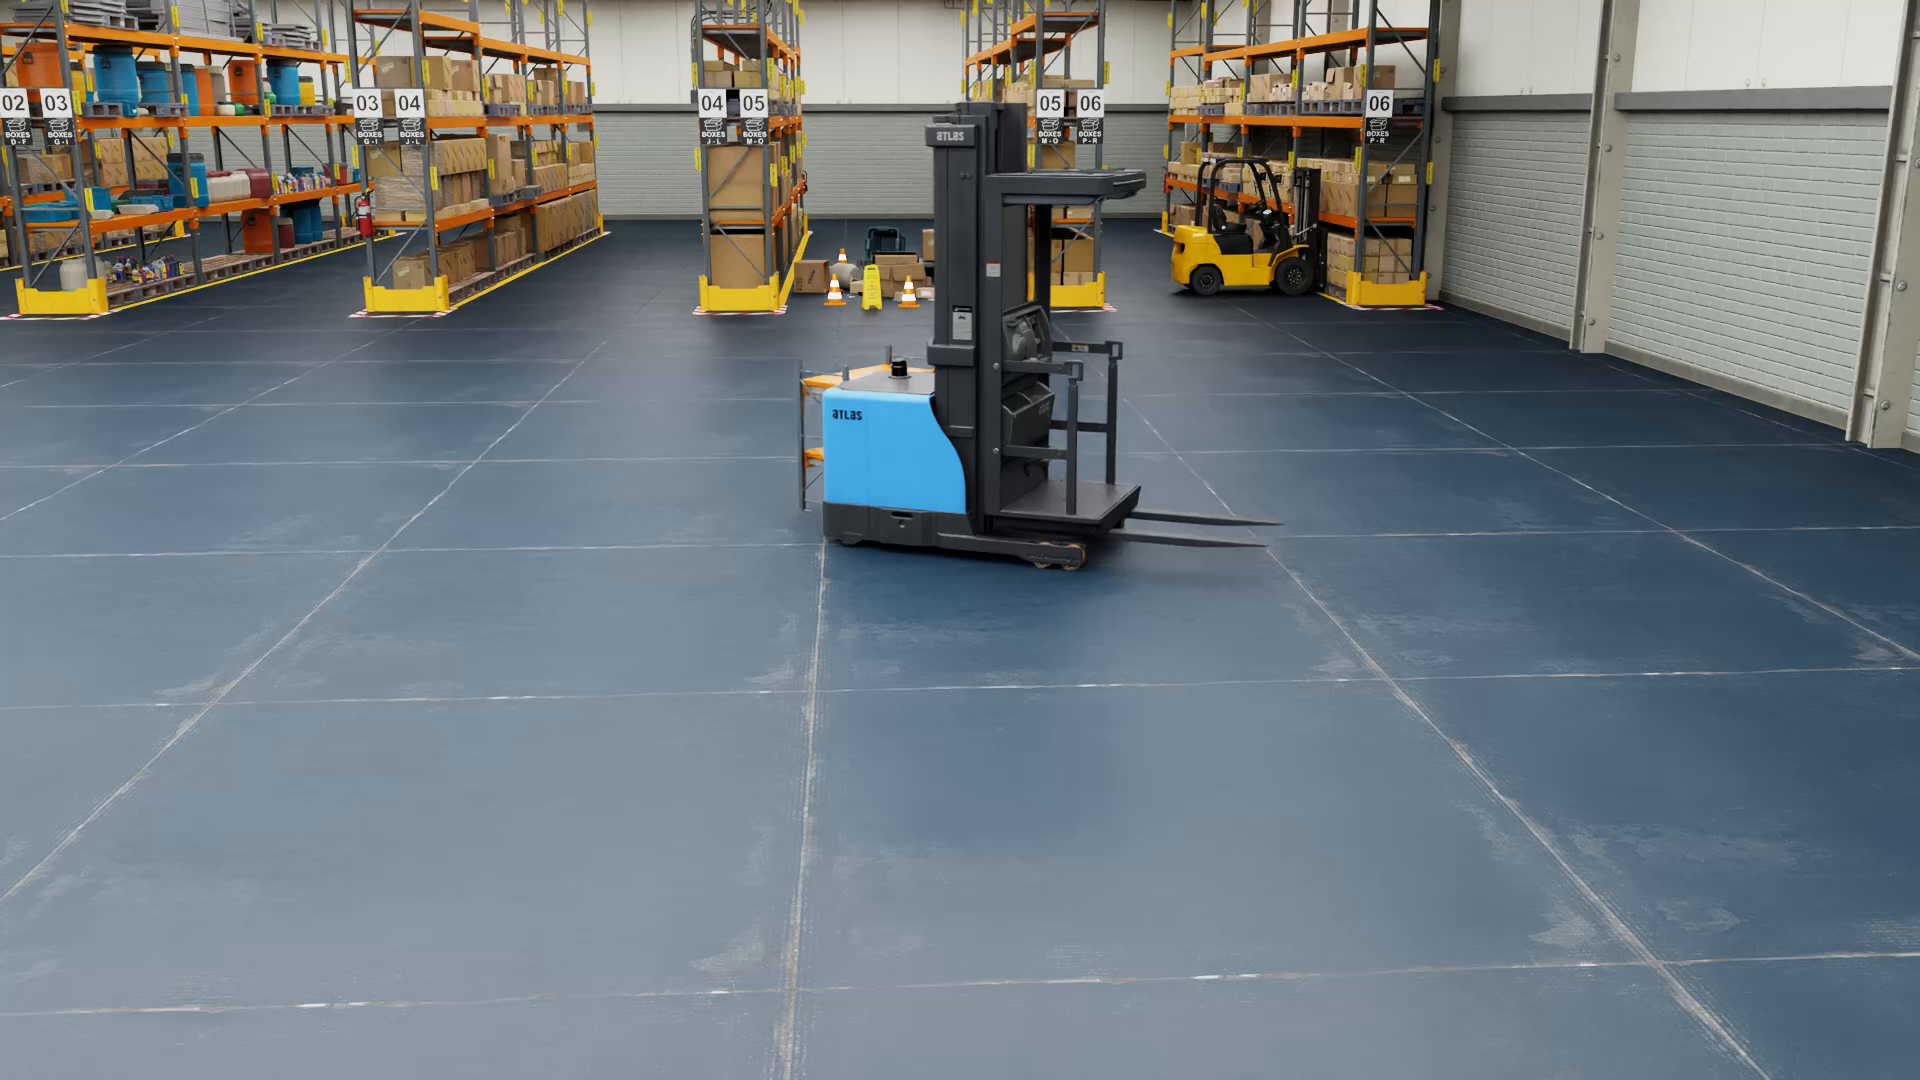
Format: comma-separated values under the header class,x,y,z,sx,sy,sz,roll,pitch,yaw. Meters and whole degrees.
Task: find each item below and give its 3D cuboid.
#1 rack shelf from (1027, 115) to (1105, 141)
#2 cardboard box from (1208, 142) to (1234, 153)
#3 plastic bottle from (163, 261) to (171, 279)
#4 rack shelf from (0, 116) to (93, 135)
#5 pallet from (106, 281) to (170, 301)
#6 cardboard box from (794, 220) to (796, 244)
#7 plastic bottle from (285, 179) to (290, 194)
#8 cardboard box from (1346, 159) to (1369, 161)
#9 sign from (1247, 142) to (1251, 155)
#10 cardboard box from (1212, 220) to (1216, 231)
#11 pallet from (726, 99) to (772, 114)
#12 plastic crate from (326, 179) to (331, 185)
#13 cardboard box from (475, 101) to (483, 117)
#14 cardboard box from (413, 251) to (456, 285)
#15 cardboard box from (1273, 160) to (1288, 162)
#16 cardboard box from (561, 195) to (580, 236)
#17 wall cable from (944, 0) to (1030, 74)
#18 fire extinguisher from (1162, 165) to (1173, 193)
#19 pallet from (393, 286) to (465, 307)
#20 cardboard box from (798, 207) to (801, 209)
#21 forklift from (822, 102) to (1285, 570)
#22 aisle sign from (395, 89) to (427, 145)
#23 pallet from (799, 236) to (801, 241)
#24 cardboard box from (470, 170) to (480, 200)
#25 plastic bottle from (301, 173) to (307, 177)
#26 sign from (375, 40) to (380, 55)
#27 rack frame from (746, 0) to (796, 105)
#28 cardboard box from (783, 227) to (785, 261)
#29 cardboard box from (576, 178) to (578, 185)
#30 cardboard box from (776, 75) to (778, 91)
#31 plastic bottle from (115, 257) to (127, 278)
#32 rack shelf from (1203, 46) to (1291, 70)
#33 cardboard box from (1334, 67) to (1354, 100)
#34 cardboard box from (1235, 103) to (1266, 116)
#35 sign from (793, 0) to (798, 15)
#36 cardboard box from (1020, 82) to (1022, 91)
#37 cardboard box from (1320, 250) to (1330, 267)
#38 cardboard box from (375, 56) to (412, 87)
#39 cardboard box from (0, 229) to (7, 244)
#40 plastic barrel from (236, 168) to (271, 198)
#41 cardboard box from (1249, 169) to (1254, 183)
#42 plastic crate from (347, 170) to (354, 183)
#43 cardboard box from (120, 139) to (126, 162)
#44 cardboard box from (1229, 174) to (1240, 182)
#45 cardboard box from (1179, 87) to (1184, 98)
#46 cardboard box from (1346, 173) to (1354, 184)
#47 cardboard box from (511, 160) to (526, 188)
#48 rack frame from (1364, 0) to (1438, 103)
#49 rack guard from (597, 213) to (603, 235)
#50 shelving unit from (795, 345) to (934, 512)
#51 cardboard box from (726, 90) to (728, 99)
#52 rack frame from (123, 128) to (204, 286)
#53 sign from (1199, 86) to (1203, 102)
class,x,y,z,sx,sy,sz,roll,pitch,yaw
rack shelf,1.500,-6.636,26.723,1.077,0.370,4.000,-1,14,-3
cardboard box,6.007,-8.906,38.318,0.500,0.500,0.500,-1,14,-5
plastic bottle,-13.068,-4.454,27.386,0.061,0.283,0.133,0,14,0
rack shelf,-18.774,-8.321,33.270,1.077,0.370,4.000,-1,14,-3
pallet,-13.380,-3.978,26.562,1.003,0.211,1.213,-1,14,-3
cardboard box,-3.698,-6.475,34.845,0.500,0.500,0.500,-1,14,-5
plastic bottle,-13.416,-7.057,33.169,0.061,0.283,0.133,-1,14,-3
cardboard box,6.733,-6.349,28.082,0.380,0.149,0.250,-1,14,-5
sign,6.388,-8.667,36.867,0.100,0.325,0.005,-1,14,-3
cardboard box,5.709,-6.709,35.756,0.500,0.500,0.500,-1,14,-5
pallet,-3.367,-6.527,25.033,1.003,0.211,1.213,-1,14,-3
plastic crate,-13.841,-7.809,36.265,0.396,0.136,0.243,-1,14,-3
cardboard box,-8.226,-7.147,27.565,0.500,0.250,0.500,0,14,-1
cardboard box,-8.380,-4.334,26.525,0.500,0.500,0.500,0,14,2
cardboard box,6.304,-7.386,32.712,0.380,0.149,0.250,0,14,-2
cardboard box,-8.972,-7.206,36.933,0.875,0.875,0.875,-1,14,-3
wall cable,0.750,-13.340,45.316,2.355,3.000,0.029,-1,14,-3
fire extinguisher,5.116,-8.903,41.011,0.296,0.674,0.183,-1,14,-3
pallet,-8.287,-3.753,25.687,1.003,0.211,1.213,-1,14,-3
cardboard box,-4.016,-7.895,39.877,0.380,0.149,0.250,-1,14,-3
forklift,0.633,-1.373,10.980,3.031,2.935,1.130,5,15,19
aisle sign,-7.964,-6.130,24.113,0.394,0.787,0.004,-1,14,-3
pallet,-4.210,-7.038,38.455,1.003,0.211,1.213,-1,14,-3
cardboard box,-8.549,-5.956,27.857,0.875,0.500,0.500,-1,14,-3
plastic bottle,-13.703,-7.494,34.731,0.144,0.351,0.185,-1,14,-3
sign,-13.654,-11.546,38.989,0.100,0.325,0.005,-1,14,-3
rack frame,-4.054,-10.823,35.531,1.000,3.000,0.127,-1,14,-3
cardboard box,-3.743,-5.435,30.301,1.050,0.750,0.750,-1,14,-3
cardboard box,-8.748,-8.019,37.178,0.380,0.149,0.250,-1,14,-5
cardboard box,-3.241,-7.459,27.139,0.500,0.250,0.500,-1,14,-4
plastic bottle,-13.811,-4.476,27.336,0.144,0.351,0.185,-1,15,-6
rack shelf,5.958,-9.962,34.433,1.077,0.370,4.000,-1,14,-3
cardboard box,6.343,-7.228,26.333,0.700,0.500,0.500,-1,14,-3
cardboard box,5.808,-8.606,33.234,0.500,0.250,0.500,-1,14,-5
sign,-3.501,-11.362,35.433,0.100,0.325,0.005,-1,14,-3
cardboard box,1.177,-7.406,27.177,0.380,0.149,0.250,-1,14,-5
cardboard box,6.162,-4.595,27.038,0.500,0.250,0.500,-1,14,-5
cardboard box,-8.616,-7.150,25.477,0.500,0.500,0.500,-1,14,-3
cardboard box,-18.372,-5.736,31.350,0.500,0.311,0.500,-1,14,-2
plastic barrel,-13.375,-6.750,31.467,0.600,0.536,0.708,-1,14,-3
cardboard box,5.895,-7.032,32.137,0.500,0.250,0.500,0,14,-2
plastic crate,-13.865,-8.144,37.275,0.437,0.282,0.530,-1,14,-3
cardboard box,-18.711,-8.624,36.818,0.500,0.500,0.500,-1,14,-5
cardboard box,5.658,-7.341,33.699,0.380,0.149,0.250,-1,14,-2
cardboard box,5.421,-10.492,38.965,0.500,0.250,0.500,-1,14,-4
cardboard box,6.231,-5.620,25.845,0.380,0.149,0.250,-1,14,-3
cardboard box,-8.555,-6.852,31.094,0.700,0.500,0.500,1,14,5
rack frame,6.578,-8.017,24.628,1.000,3.000,0.127,-1,14,-3
rack guard,-9.260,-7.656,40.279,1.175,0.500,0.348,-1,14,-3
shelving unit,-0.684,-0.832,12.504,0.538,1.125,1.048,11,18,36
cardboard box,-3.701,-6.720,25.065,0.380,0.149,0.250,-1,14,-3
rack frame,-13.459,-5.800,28.048,1.000,3.000,0.127,-1,14,-3
sign,5.293,-9.789,36.496,0.100,0.325,0.005,-1,14,-3
